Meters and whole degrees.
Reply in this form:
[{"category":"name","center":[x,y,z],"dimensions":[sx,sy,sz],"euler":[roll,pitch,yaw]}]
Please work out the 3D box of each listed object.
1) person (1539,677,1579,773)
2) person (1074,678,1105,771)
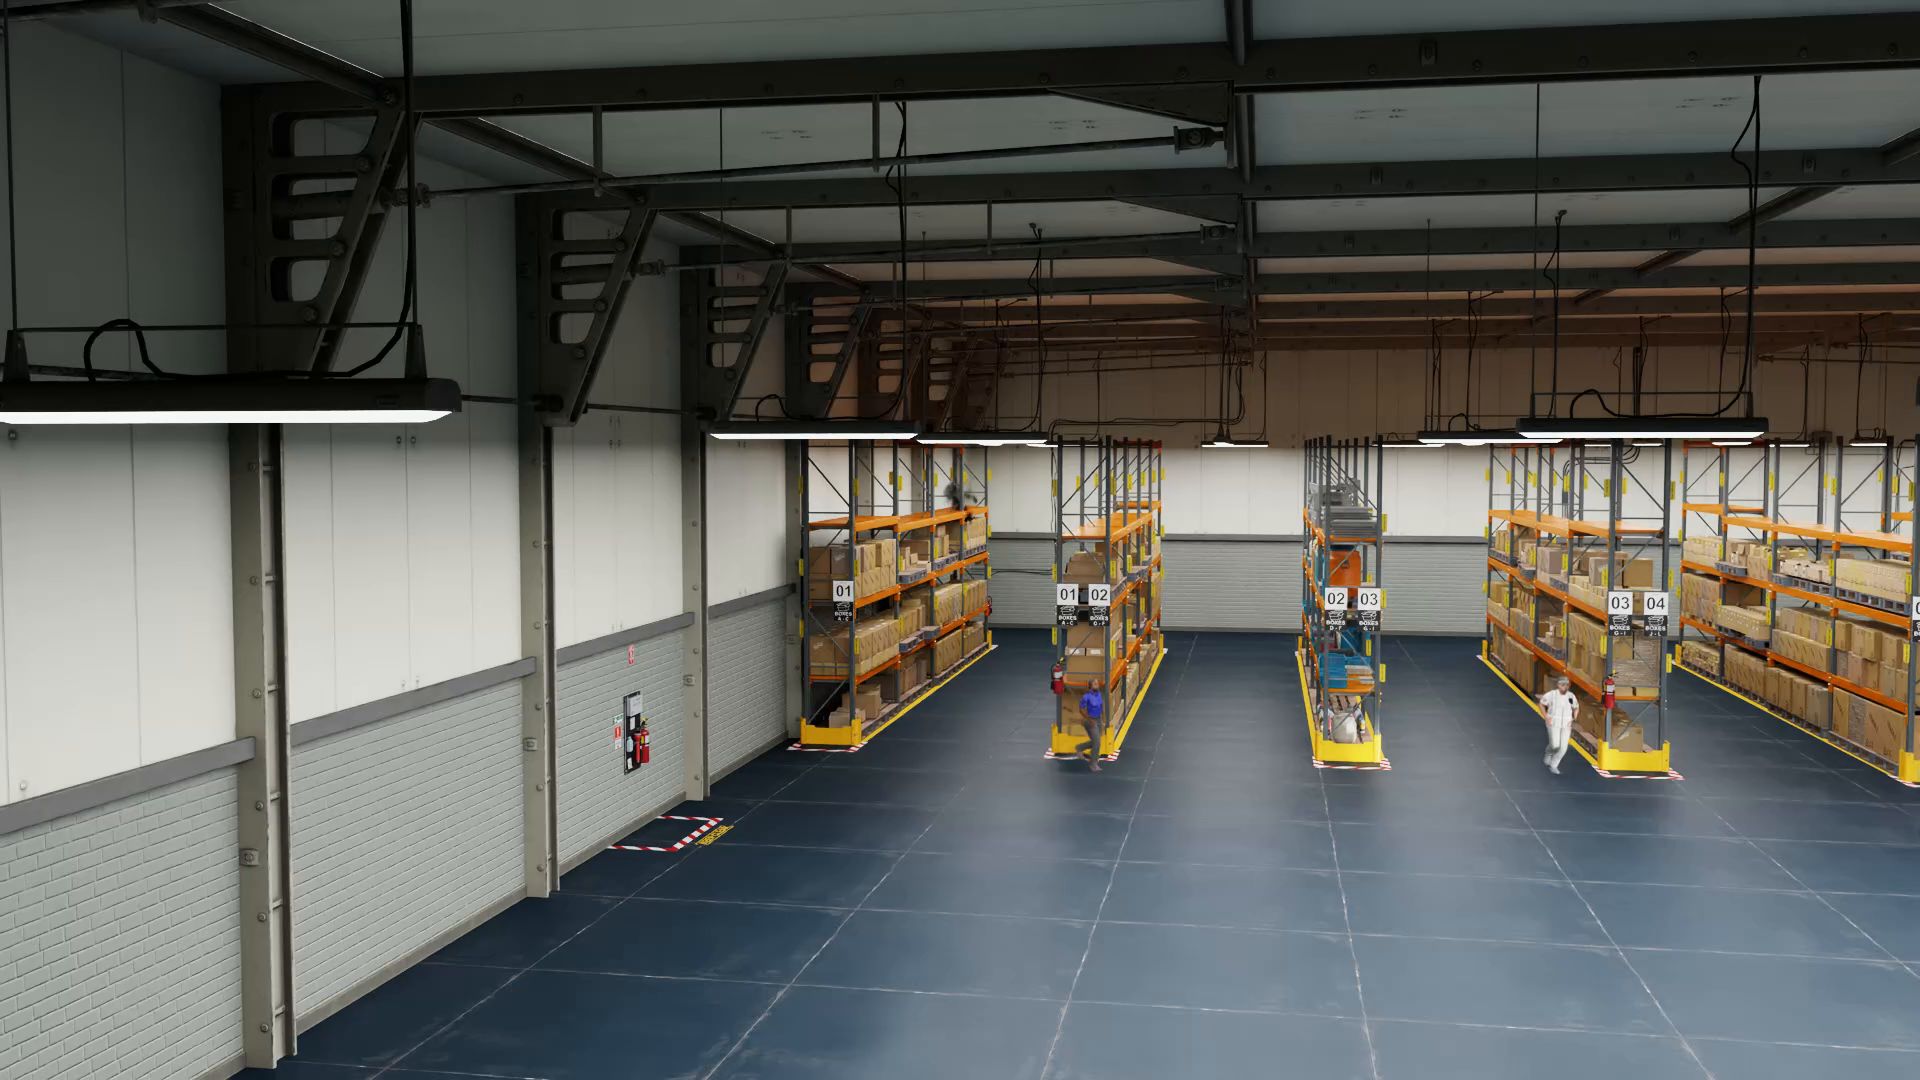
[{"category":"person","center":[10.667,3.276,29.549],"dimensions":[0.680,1.727,0.546],"euler":[0,3,2]},{"category":"person","center":[2.325,3.302,29.929],"dimensions":[0.589,1.659,0.670],"euler":[-3,4,-44]}]
